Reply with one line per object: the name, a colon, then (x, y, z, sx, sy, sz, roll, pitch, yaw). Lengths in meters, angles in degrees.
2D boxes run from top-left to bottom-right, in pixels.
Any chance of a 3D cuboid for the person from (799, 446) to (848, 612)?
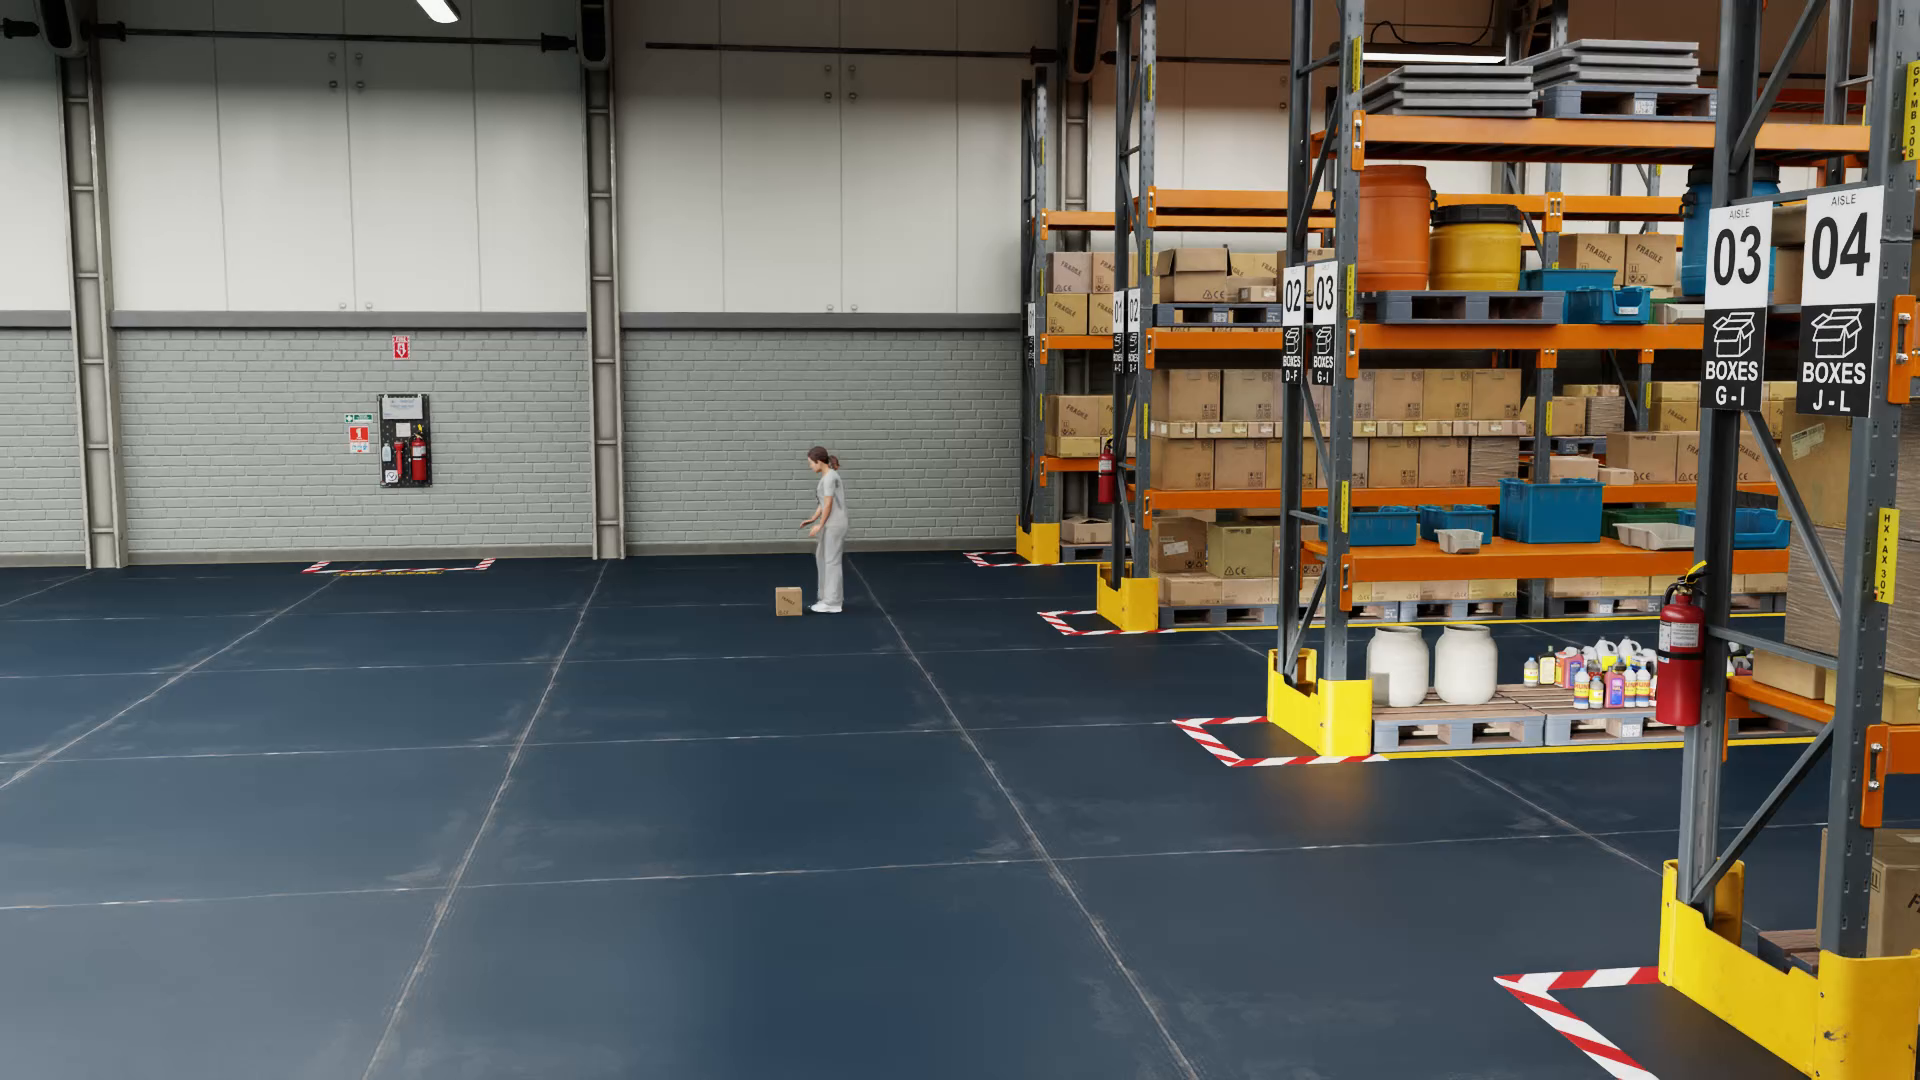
person: (-1.369, -0.099, 16.697, 0.496, 1.694, 0.503, 0, 7, -3)
